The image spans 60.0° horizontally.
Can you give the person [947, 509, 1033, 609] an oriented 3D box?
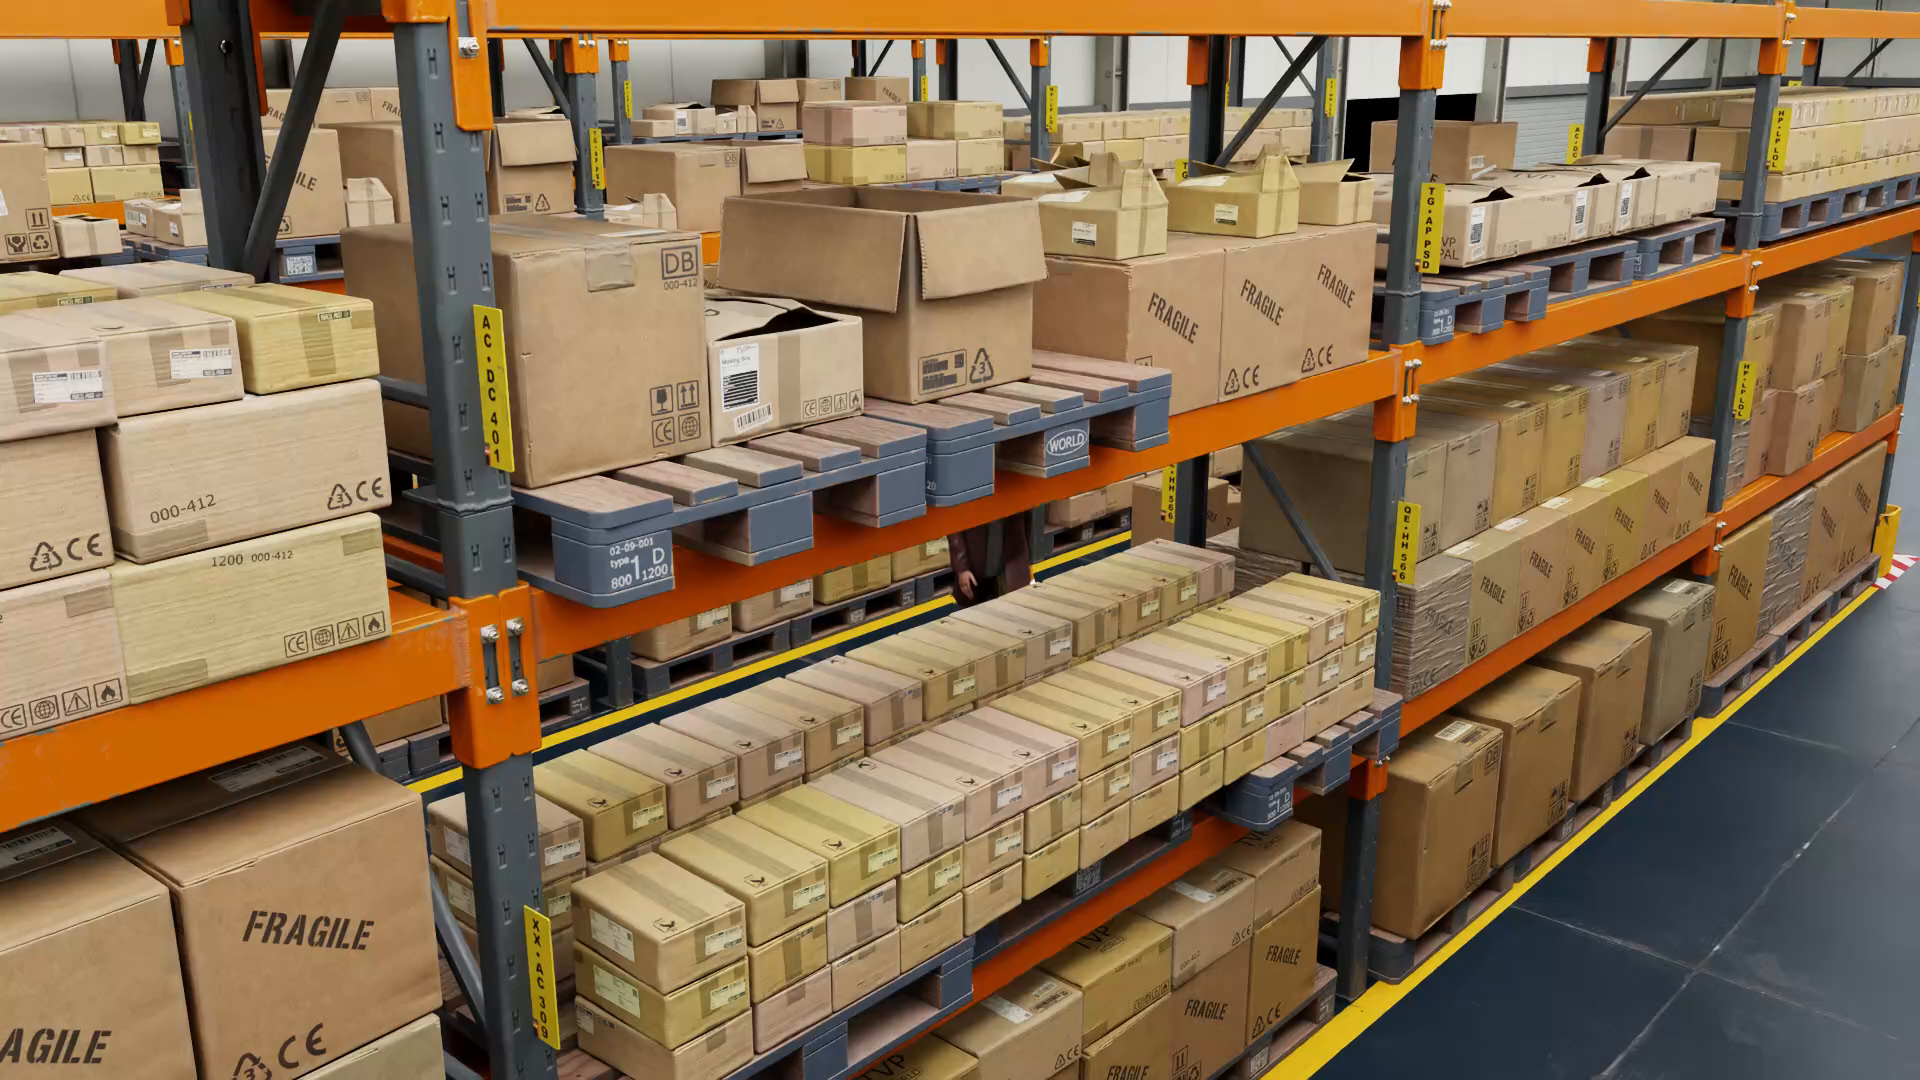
[{"bbox_3d":[0.180,0.145,10.128,0.548,1.733,1.175,-1,17,-3],"label":"person"}]
